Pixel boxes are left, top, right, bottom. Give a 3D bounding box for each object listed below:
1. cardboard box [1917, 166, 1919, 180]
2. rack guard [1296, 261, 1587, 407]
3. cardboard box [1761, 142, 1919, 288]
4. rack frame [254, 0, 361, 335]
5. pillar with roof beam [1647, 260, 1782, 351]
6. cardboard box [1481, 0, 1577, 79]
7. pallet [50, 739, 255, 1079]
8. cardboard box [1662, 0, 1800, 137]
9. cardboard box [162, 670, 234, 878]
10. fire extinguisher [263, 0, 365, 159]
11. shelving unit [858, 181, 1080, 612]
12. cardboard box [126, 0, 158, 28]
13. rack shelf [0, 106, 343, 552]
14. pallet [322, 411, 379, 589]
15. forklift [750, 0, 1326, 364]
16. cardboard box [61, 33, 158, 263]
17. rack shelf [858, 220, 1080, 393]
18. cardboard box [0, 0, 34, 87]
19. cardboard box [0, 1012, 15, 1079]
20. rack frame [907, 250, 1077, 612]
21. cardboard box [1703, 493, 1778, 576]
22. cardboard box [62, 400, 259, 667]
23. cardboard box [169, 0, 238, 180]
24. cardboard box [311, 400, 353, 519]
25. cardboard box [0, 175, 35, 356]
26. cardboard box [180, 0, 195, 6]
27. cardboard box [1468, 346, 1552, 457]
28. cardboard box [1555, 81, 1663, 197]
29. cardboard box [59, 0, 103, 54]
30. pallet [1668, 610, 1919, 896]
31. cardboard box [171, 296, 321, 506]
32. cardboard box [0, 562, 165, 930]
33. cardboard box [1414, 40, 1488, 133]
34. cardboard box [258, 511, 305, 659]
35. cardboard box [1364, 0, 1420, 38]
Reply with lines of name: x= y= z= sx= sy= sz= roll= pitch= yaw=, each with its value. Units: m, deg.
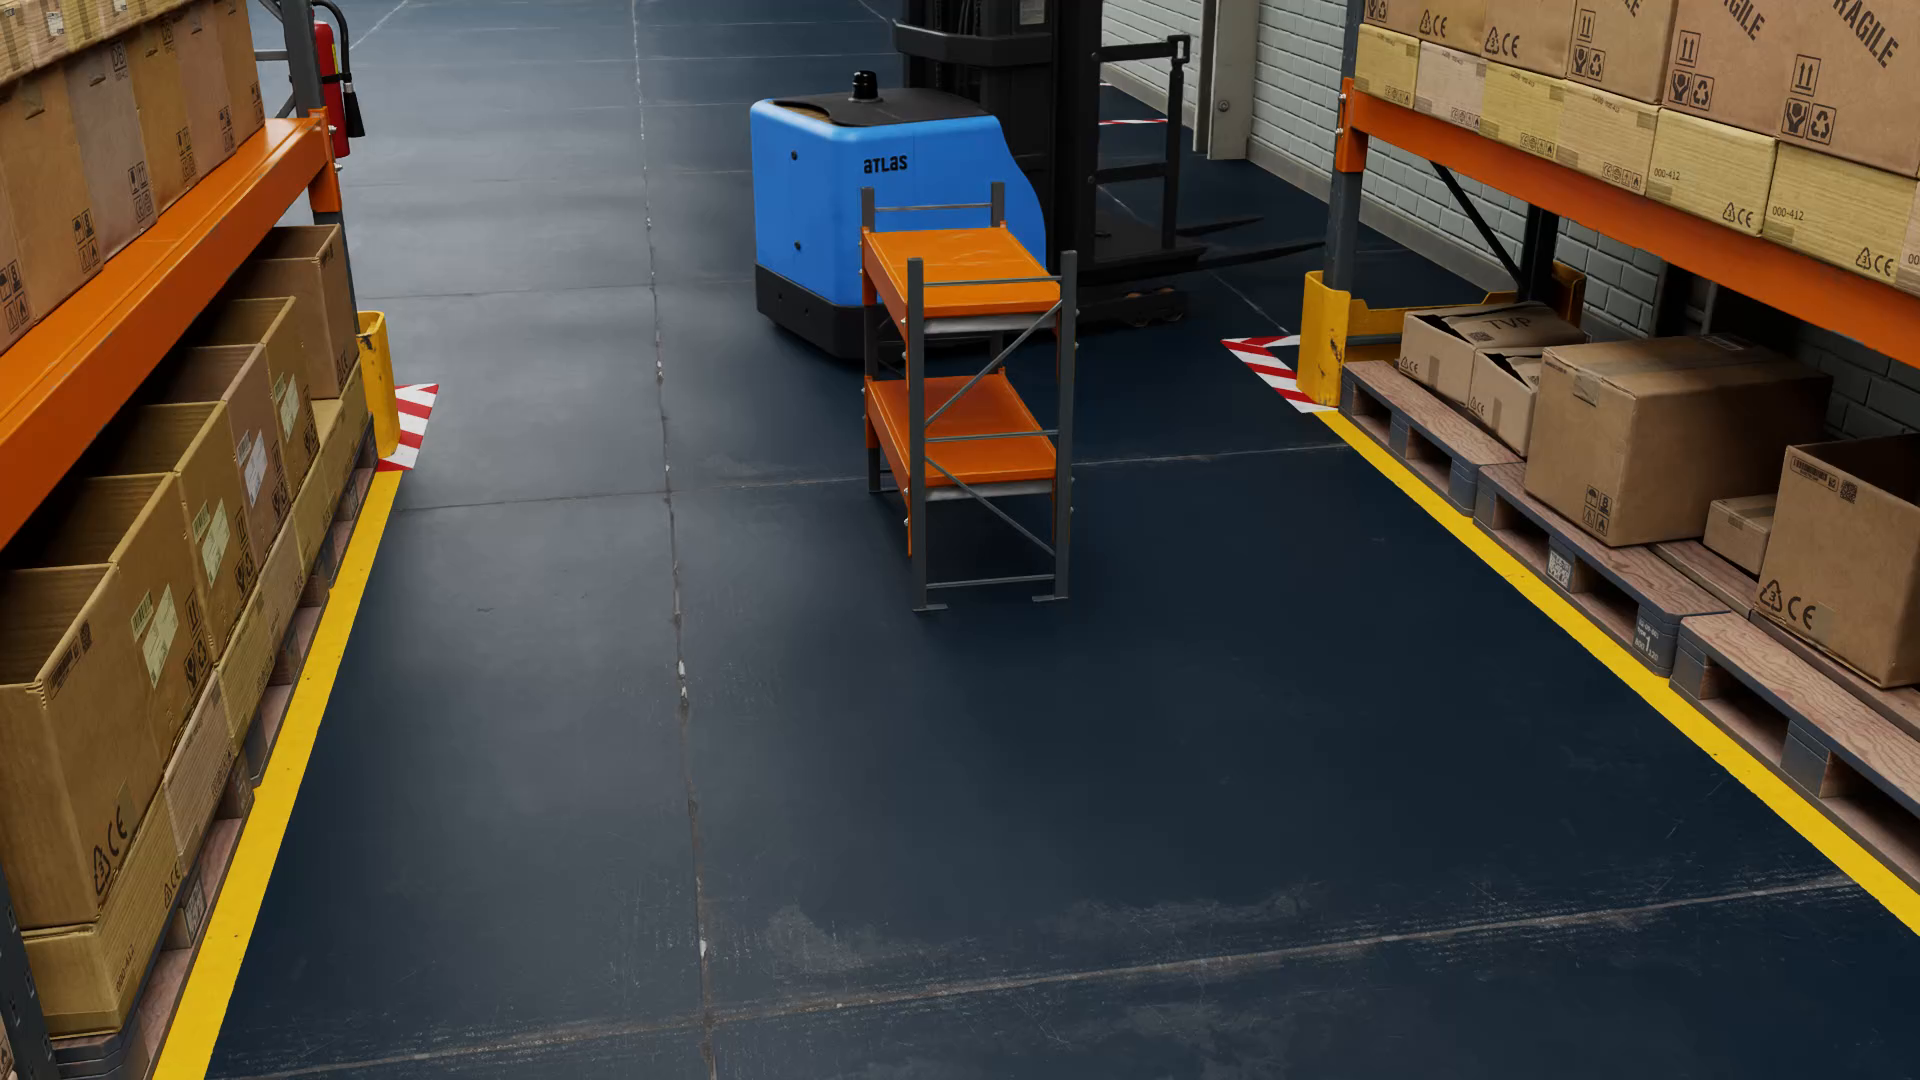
cardboard box: x=2.404 y=-0.948 z=3.398 sx=0.500 sy=0.500 sz=0.500 roll=-4 pitch=24 yaw=-10
rack guard: x=2.070 y=-0.899 z=7.183 sx=1.175 sy=0.500 sz=0.348 roll=-4 pitch=24 yaw=-10
cardboard box: x=2.326 y=-0.802 z=4.001 sx=0.500 sy=0.250 sz=0.500 roll=-4 pitch=24 yaw=-10
rack frame: x=-2.812 y=-1.706 z=5.909 sx=1.000 sy=3.000 sz=0.127 roll=-4 pitch=24 yaw=-10
pillar with roof beam: x=-1.195 y=-4.294 z=4.338 sx=9.100 sy=9.000 sz=0.400 roll=-4 pitch=24 yaw=-10
cardboard box: x=2.020 y=-1.750 z=5.233 sx=0.500 sy=0.500 sz=0.500 roll=-5 pitch=24 yaw=-11
pallet: x=-2.178 y=0.829 z=3.588 sx=1.003 sy=0.211 sz=1.213 roll=-4 pitch=24 yaw=-10
cardboard box: x=2.224 y=-1.343 z=4.302 sx=0.500 sy=0.500 sz=0.500 roll=-5 pitch=24 yaw=-11
cardboard box: x=-1.947 y=0.533 z=3.693 sx=0.500 sy=0.250 sz=0.500 roll=-4 pitch=24 yaw=-10
fire extinguisher: x=-2.377 y=-1.752 z=6.109 sx=0.296 sy=0.674 sz=0.183 roll=-4 pitch=24 yaw=-10
shelving unit: x=0.001 y=-0.513 z=5.519 sx=0.538 sy=1.125 sz=1.048 roll=-4 pitch=24 yaw=-10
cardboard box: x=-2.313 y=-1.404 z=4.281 sx=0.380 sy=0.149 sz=0.250 roll=-4 pitch=24 yaw=-8
rack shelf: x=-2.442 y=-0.590 z=4.252 sx=1.077 sy=0.370 sz=4.000 roll=-4 pitch=24 yaw=-10
pallet: x=-2.629 y=-0.131 z=5.785 sx=1.003 sy=0.211 sz=1.213 roll=-4 pitch=24 yaw=-10
forklift: x=0.537 y=-2.550 z=7.928 sx=3.031 sy=2.935 sz=1.130 roll=-13 pitch=27 yaw=-27
cardboard box: x=-2.449 y=-0.959 z=4.072 sx=0.700 sy=0.500 sz=0.500 roll=-4 pitch=24 yaw=-8
rack shelf: x=0.001 y=-0.781 z=5.402 sx=0.538 sy=0.278 sz=1.000 roll=-4 pitch=24 yaw=-10
cardboard box: x=-2.121 y=-0.998 z=3.351 sx=0.380 sy=0.149 sz=0.250 roll=-5 pitch=24 yaw=-12
cardboard box: x=-1.715 y=0.816 z=2.344 sx=0.500 sy=0.311 sz=0.500 roll=-4 pitch=24 yaw=-10
rack frame: x=0.095 y=-0.313 z=5.061 sx=0.500 sy=1.125 sz=0.032 roll=-4 pitch=24 yaw=-10
cardboard box: x=2.520 y=-0.027 z=5.076 sx=0.380 sy=0.149 sz=0.250 roll=-6 pitch=24 yaw=-14
cardboard box: x=-2.035 y=-0.008 z=3.994 sx=0.500 sy=0.500 sz=0.500 roll=-4 pitch=24 yaw=-10
cardboard box: x=-2.636 y=-1.361 z=4.994 sx=0.700 sy=0.500 sz=0.500 roll=-4 pitch=24 yaw=-8
cardboard box: x=-2.318 y=-0.254 z=5.494 sx=0.500 sy=0.250 sz=0.500 roll=-4 pitch=24 yaw=-10
cardboard box: x=-2.264 y=-0.560 z=3.159 sx=0.700 sy=0.500 sz=0.500 roll=-5 pitch=24 yaw=-10
cardboard box: x=-2.412 y=-1.611 z=4.754 sx=0.380 sy=0.149 sz=0.250 roll=-4 pitch=24 yaw=-9
cardboard box: x=2.201 y=-0.541 z=6.050 sx=0.500 sy=0.311 sz=0.500 roll=-2 pitch=24 yaw=-5
cardboard box: x=2.124 y=-1.196 z=4.904 sx=0.500 sy=0.250 sz=0.500 roll=-4 pitch=24 yaw=-9
cardboard box: x=-2.221 y=-1.205 z=3.826 sx=0.380 sy=0.149 sz=0.250 roll=-4 pitch=24 yaw=-10
pallet: x=2.637 y=0.515 z=4.306 sx=1.003 sy=0.211 sz=1.213 roll=-4 pitch=24 yaw=-10
cardboard box: x=-2.221 y=-0.401 z=4.894 sx=0.500 sy=0.500 sz=0.500 roll=-4 pitch=24 yaw=-10
cardboard box: x=-1.850 y=0.386 z=3.093 sx=0.500 sy=0.500 sz=0.500 roll=-4 pitch=24 yaw=-10
cardboard box: x=1.944 y=-1.596 z=5.819 sx=0.500 sy=0.250 sz=0.500 roll=-5 pitch=24 yaw=-11
cardboard box: x=-2.133 y=0.140 z=4.593 sx=0.500 sy=0.250 sz=0.500 roll=-4 pitch=24 yaw=-10
cardboard box: x=1.849 y=-2.148 z=6.147 sx=0.500 sy=0.500 sz=0.500 roll=-4 pitch=24 yaw=-10
